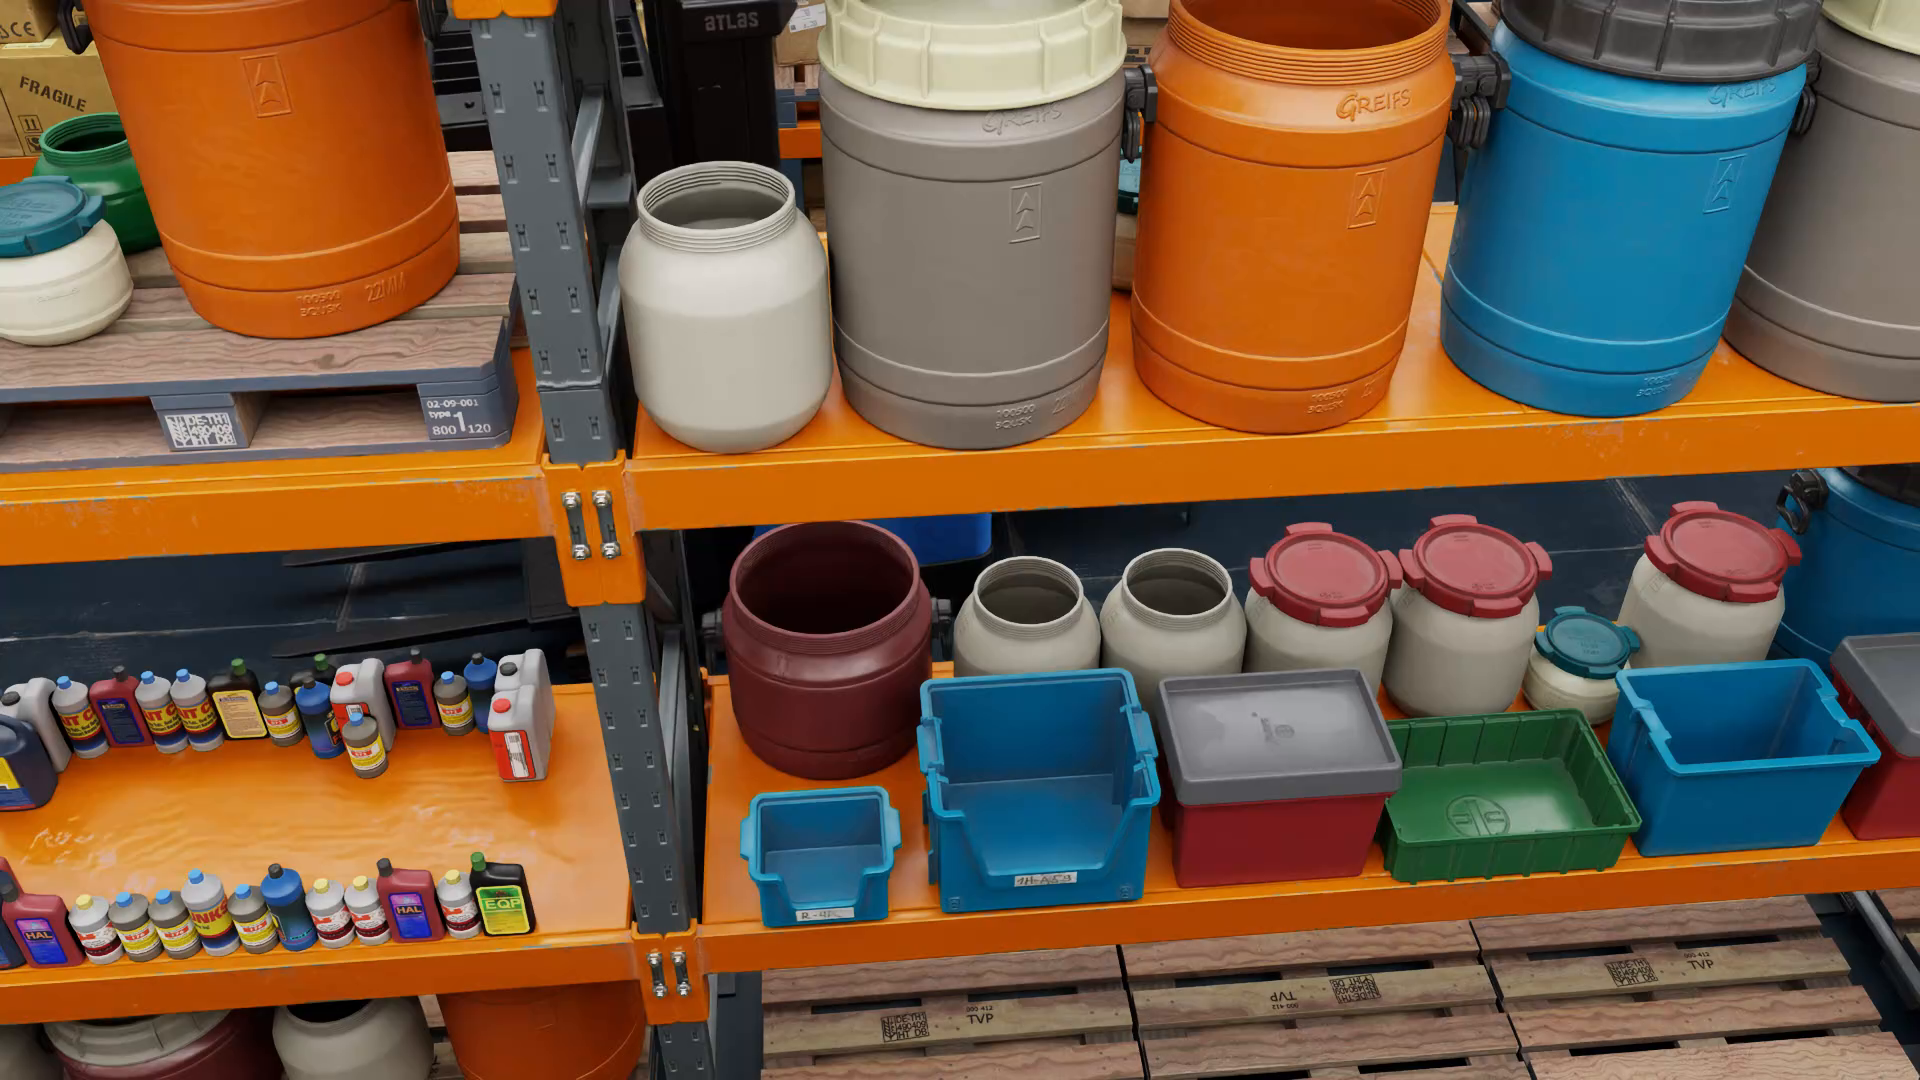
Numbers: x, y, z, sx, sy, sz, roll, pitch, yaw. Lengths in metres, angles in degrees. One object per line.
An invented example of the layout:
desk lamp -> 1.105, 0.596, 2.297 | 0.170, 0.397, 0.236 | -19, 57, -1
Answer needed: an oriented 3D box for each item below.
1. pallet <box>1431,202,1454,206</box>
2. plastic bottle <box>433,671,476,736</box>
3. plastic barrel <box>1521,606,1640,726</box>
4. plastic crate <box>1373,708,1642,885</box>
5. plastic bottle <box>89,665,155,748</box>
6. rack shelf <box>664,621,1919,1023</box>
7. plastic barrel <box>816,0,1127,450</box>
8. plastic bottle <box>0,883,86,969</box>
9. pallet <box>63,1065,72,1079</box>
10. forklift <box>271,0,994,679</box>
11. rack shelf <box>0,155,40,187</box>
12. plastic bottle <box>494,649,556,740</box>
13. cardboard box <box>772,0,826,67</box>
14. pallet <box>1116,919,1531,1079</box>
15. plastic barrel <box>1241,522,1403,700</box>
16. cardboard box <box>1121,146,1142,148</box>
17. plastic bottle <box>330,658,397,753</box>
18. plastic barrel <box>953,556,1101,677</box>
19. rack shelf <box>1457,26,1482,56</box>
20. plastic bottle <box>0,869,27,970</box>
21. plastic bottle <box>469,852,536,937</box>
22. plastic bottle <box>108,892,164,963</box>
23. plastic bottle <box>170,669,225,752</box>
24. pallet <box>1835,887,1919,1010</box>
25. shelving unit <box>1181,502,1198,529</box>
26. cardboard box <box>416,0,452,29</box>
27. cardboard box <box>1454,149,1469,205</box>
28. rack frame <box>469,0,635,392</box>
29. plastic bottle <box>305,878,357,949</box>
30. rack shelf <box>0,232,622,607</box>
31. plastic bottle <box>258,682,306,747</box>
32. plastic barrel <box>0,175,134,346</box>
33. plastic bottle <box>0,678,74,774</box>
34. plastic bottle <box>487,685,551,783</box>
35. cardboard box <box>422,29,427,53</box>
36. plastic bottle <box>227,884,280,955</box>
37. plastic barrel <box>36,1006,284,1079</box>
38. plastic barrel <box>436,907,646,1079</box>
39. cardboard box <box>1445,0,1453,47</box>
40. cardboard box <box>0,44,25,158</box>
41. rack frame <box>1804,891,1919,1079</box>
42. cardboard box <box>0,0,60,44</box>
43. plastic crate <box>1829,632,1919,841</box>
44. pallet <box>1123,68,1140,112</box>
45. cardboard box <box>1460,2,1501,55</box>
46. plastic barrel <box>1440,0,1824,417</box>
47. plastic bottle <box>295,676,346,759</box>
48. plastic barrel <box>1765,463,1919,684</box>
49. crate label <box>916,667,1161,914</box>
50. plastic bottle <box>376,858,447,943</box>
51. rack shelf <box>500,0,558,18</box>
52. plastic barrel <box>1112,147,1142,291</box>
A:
pallet -> 3.397, -1.665, 9.690 | 1.213, 0.211, 1.003 | -3, 38, -4
plastic bottle -> -1.489, 0.472, 4.891 | 0.097, 0.201, 0.097 | 0, 38, 0
plastic barrel -> 1.838, 0.387, 4.949 | 0.301, 0.262, 0.301 | 0, 38, 0
plastic crate -> 1.460, 0.708, 4.602 | 0.662, 0.188, 0.450 | -3, 38, -4
plastic bottle -> -2.429, 0.480, 4.814 | 0.133, 0.283, 0.061 | -3, 38, -4
rack shelf -> 1.178, 0.747, 4.962 | 4.000, 0.370, 1.077 | -3, 38, -4
plastic barrel -> 0.023, -0.711, 3.403 | 0.600, 0.901, 0.600 | 0, 38, 0
plastic bottle -> -2.318, 0.968, 4.195 | 0.133, 0.283, 0.061 | -3, 38, -4
pallet -> -2.809, 1.803, 5.294 | 1.213, 0.211, 1.003 | -3, 38, -4
forklift -> -1.425, -0.929, 6.561 | 3.031, 2.935, 1.130 | -9, 39, -11
rack shelf -> -3.245, -2.089, 8.557 | 4.000, 0.370, 1.077 | -3, 38, -4
plastic bottle -> -1.274, 0.448, 4.861 | 0.135, 0.276, 0.152 | -3, 38, -4
cardboard box -> -0.719, -2.740, 8.381 | 0.500, 0.500, 0.500 | -8, 39, -10
pallet -> 1.173, 1.586, 5.570 | 1.213, 0.211, 1.003 | -3, 38, -4
plastic barrel -> 1.036, 0.283, 4.860 | 0.433, 0.535, 0.433 | 0, 38, 0
cardboard box -> 1.083, -1.826, 9.306 | 0.500, 0.500, 0.700 | -6, 39, -8
plastic bottle -> -1.735, 0.473, 4.829 | 0.135, 0.276, 0.152 | -3, 38, -4
plastic barrel -> 0.191, 0.342, 4.804 | 0.421, 0.512, 0.421 | 0, 38, 0
rack shelf -> 4.723, -2.528, 9.113 | 4.000, 0.370, 1.077 | -3, 38, -4
plastic bottle -> -2.480, 0.925, 4.196 | 0.185, 0.351, 0.144 | -3, 38, -4
plastic bottle -> -1.180, 0.906, 4.275 | 0.133, 0.283, 0.061 | -3, 38, -4
plastic bottle -> -2.108, 0.978, 4.250 | 0.097, 0.201, 0.097 | 0, 38, 0
plastic bottle -> -2.216, 0.484, 4.819 | 0.097, 0.271, 0.097 | 0, 38, 0
pallet -> 3.842, 1.439, 5.756 | 1.213, 0.211, 1.003 | -3, 38, -4
shelving unit -> 0.536, -0.717, 7.447 | 1.048, 1.500, 0.538 | -9, 39, -11
cardboard box -> -2.632, -2.850, 8.050 | 0.637, 0.503, 0.797 | -2, 38, -3
cardboard box -> 3.133, -1.882, 9.392 | 0.500, 0.500, 0.500 | -4, 38, -5
rack frame -> -0.815, -1.781, 2.742 | 0.127, 3.000, 1.000 | -3, 38, -4
plastic bottle -> -1.623, 0.951, 4.283 | 0.097, 0.201, 0.097 | 0, 38, 0
rack shelf -> -2.807, -0.211, 3.755 | 4.000, 0.370, 1.077 | -3, 38, -4
plastic bottle -> -1.986, 0.499, 4.856 | 0.097, 0.201, 0.097 | 0, 38, 0
plastic barrel -> -1.870, -0.564, 3.395 | 0.301, 0.262, 0.301 | 0, 38, 0
plastic bottle -> -2.656, 0.524, 4.765 | 0.135, 0.276, 0.152 | -3, 38, -4
plastic bottle -> -1.261, 0.541, 4.742 | 0.135, 0.276, 0.152 | -3, 38, -4
cardboard box -> -2.737, -2.286, 8.146 | 0.500, 0.500, 0.500 | -4, 38, -5
plastic bottle -> -1.817, 0.962, 4.270 | 0.097, 0.201, 0.097 | 0, 38, 0
plastic barrel -> -2.425, 1.456, 5.091 | 0.708, 0.588, 0.600 | -3, 38, -4
plastic barrel -> -1.300, 1.299, 5.095 | 0.708, 0.830, 0.600 | -3, 38, -4
cardboard box -> 1.927, -3.144, 8.490 | 1.000, 1.000, 1.000 | -3, 38, -4
cardboard box -> -4.757, -2.172, 8.001 | 0.500, 0.500, 0.500 | -3, 38, -4
rack frame -> 3.170, 0.355, 4.878 | 0.127, 3.000, 1.000 | -3, 38, -4
cardboard box -> -4.602, -2.735, 7.904 | 0.637, 0.503, 0.797 | -4, 38, -5
plastic crate -> 2.714, 0.545, 4.586 | 0.583, 0.464, 0.402 | -3, 38, -4
pallet -> 0.715, -2.540, 8.702 | 1.213, 0.211, 1.003 | -3, 38, -4
cardboard box -> 2.919, -2.795, 9.074 | 0.250, 0.149, 0.380 | -3, 38, -4
plastic barrel -> 1.379, -0.786, 3.498 | 0.708, 0.901, 0.600 | -3, 38, -4
plastic bottle -> -1.848, 0.502, 4.796 | 0.097, 0.271, 0.097 | 0, 38, 0
plastic barrel -> 2.758, -0.007, 4.933 | 0.708, 0.901, 0.600 | -3, 38, -4
crate label -> 0.199, 0.673, 4.447 | 0.616, 0.435, 0.502 | -3, 38, -4
plastic bottle -> -1.410, 0.918, 4.259 | 0.133, 0.283, 0.061 | -3, 38, -4
rack shelf -> 1.178, -1.451, 3.228 | 4.000, 0.370, 1.077 | -3, 38, -4
plastic barrel -> 0.431, -0.763, 3.985 | 0.301, 0.262, 0.301 | 0, 38, 0
